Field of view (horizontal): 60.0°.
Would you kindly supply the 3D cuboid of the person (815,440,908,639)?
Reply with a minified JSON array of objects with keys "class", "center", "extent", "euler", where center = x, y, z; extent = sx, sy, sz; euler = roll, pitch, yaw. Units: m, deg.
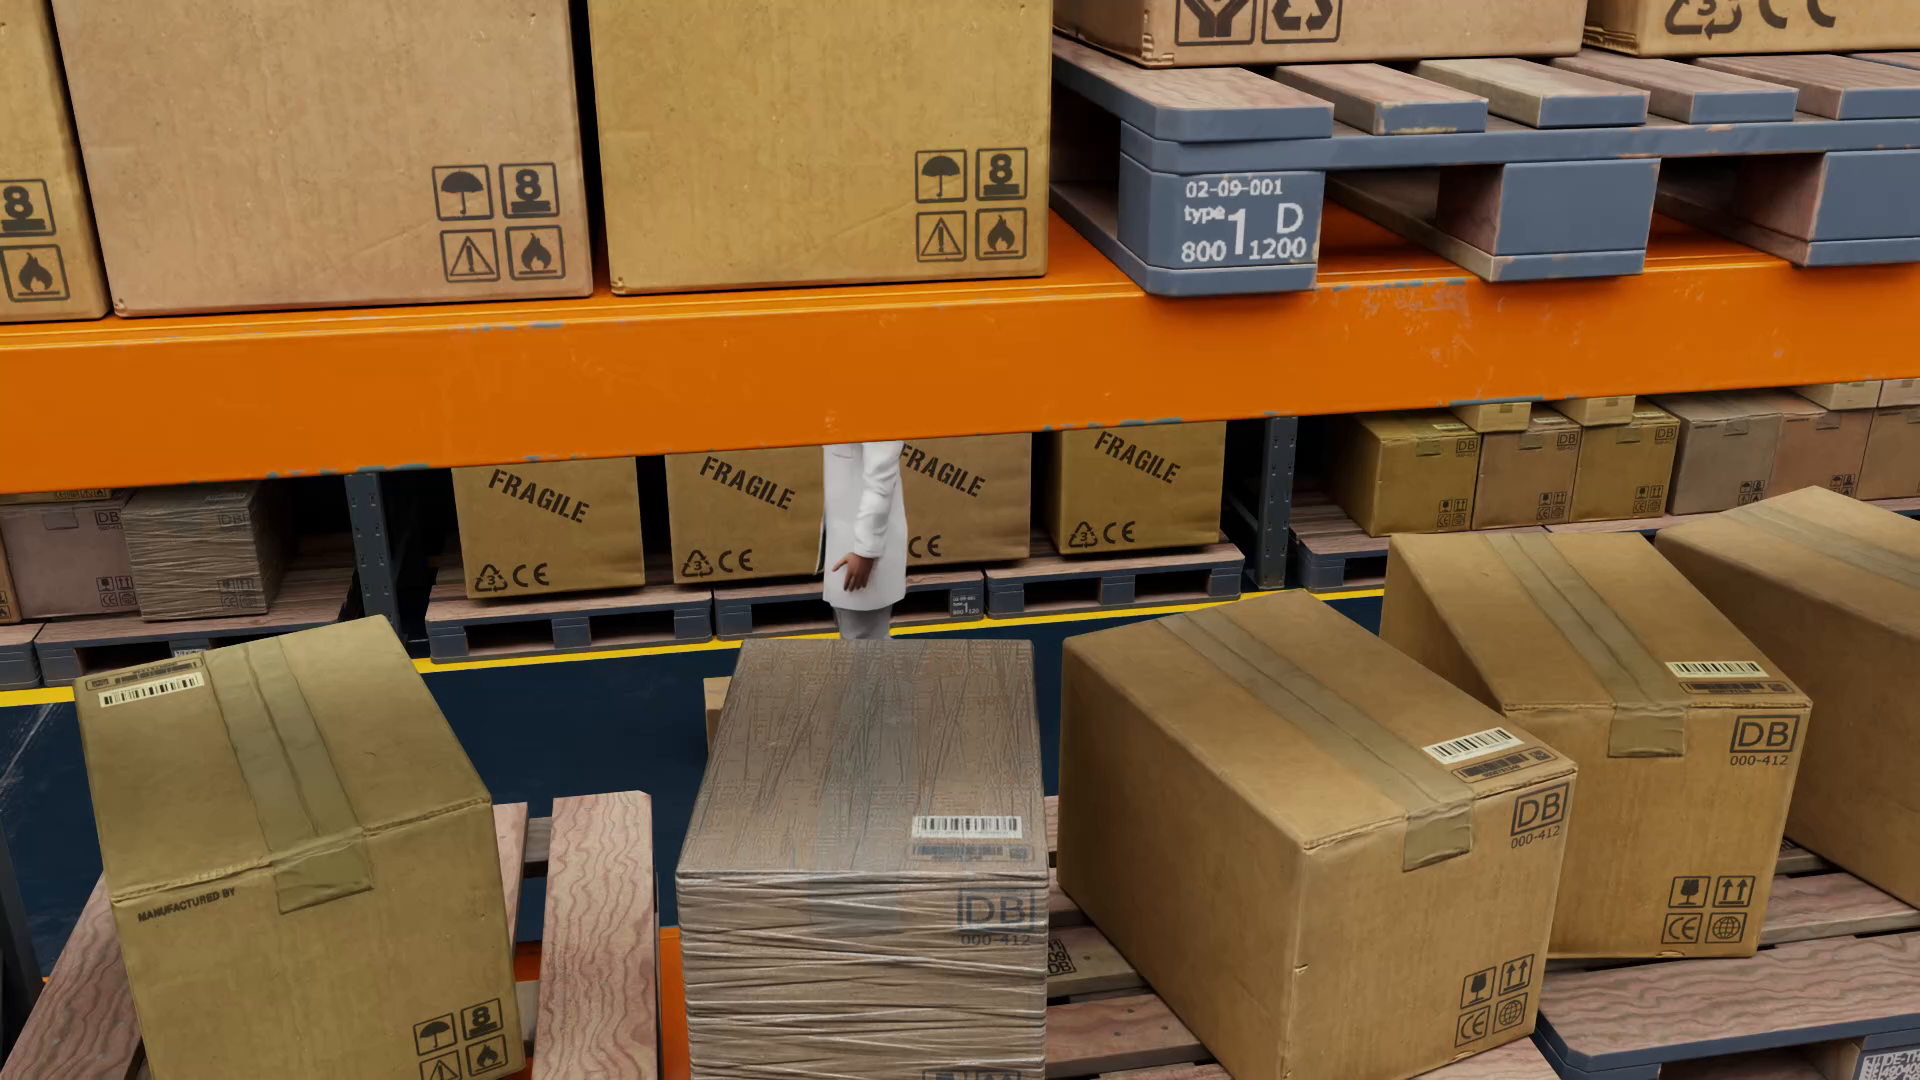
[{"class":"person","center":[-0.363,-0.020,6.175],"extent":[0.383,1.777,0.566],"euler":[-4,23,-9]}]
